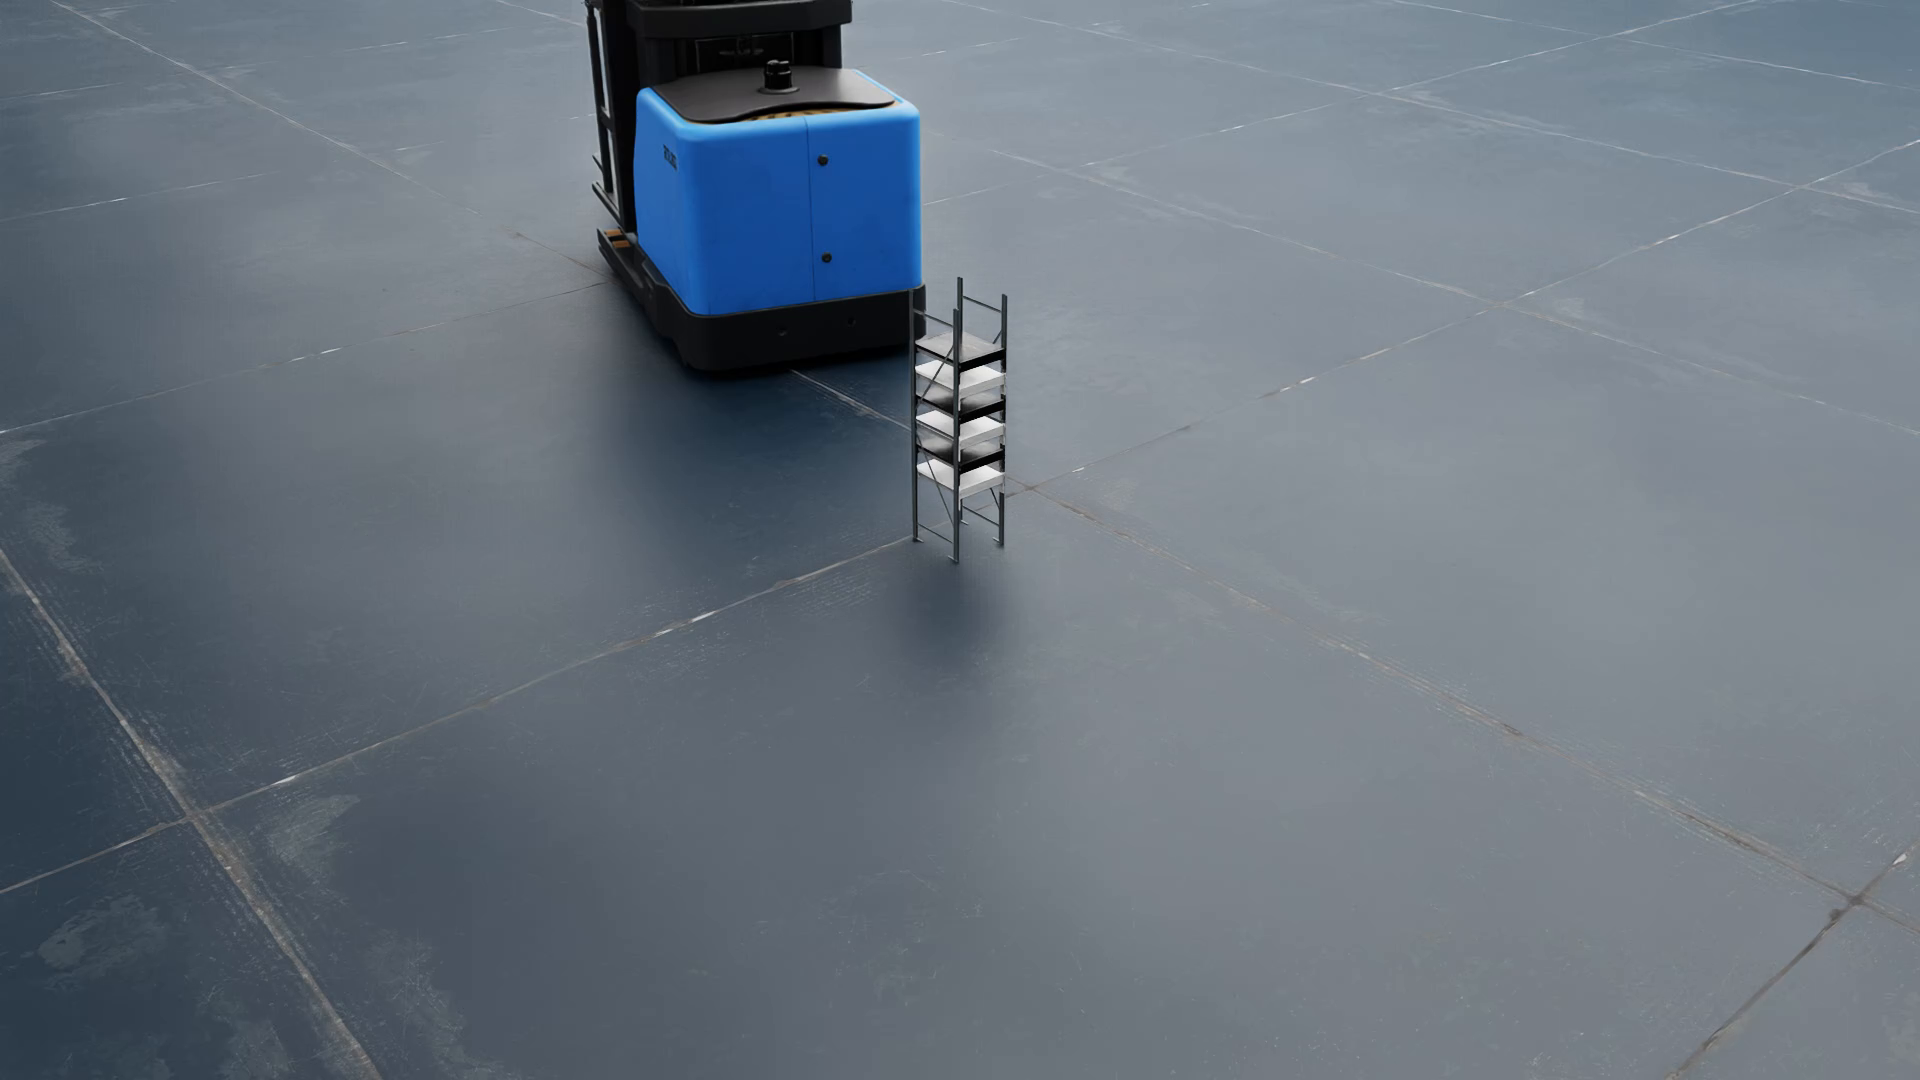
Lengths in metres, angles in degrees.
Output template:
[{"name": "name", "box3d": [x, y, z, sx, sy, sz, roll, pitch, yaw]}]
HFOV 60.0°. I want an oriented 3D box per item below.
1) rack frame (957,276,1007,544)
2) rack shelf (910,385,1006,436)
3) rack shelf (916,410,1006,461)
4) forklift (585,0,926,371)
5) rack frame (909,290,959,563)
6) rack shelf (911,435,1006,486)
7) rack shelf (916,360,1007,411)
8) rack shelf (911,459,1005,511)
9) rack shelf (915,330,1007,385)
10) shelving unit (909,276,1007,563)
[{"name": "rack frame", "box3d": [0.071, -0.426, 5.591, 0.006, 0.900, 0.240, -22, 35, -35]}, {"name": "rack shelf", "box3d": [-0.006, -0.444, 5.507, 0.200, 0.077, 0.258, -22, 35, -35]}, {"name": "rack shelf", "box3d": [-0.006, -0.365, 5.549, 0.200, 0.077, 0.258, -22, 35, -35]}, {"name": "forklift", "box3d": [-1.174, -2.669, 7.635, 1.130, 2.935, 3.031, -11, 30, -19]}, {"name": "rack frame", "box3d": [-0.084, -0.363, 5.475, 0.006, 0.900, 0.240, -22, 35, -35]}, {"name": "rack shelf", "box3d": [-0.006, -0.286, 5.591, 0.200, 0.077, 0.258, -22, 35, -35]}, {"name": "rack shelf", "box3d": [-0.006, -0.524, 5.464, 0.200, 0.077, 0.258, -22, 35, -35]}, {"name": "rack shelf", "box3d": [-0.006, -0.206, 5.634, 0.200, 0.077, 0.258, -22, 35, -35]}, {"name": "rack shelf", "box3d": [-0.006, -0.603, 5.422, 0.200, 0.077, 0.258, -22, 35, -35]}, {"name": "shelving unit", "box3d": [-0.006, -0.394, 5.533, 0.210, 0.900, 0.258, -22, 35, -35]}]
